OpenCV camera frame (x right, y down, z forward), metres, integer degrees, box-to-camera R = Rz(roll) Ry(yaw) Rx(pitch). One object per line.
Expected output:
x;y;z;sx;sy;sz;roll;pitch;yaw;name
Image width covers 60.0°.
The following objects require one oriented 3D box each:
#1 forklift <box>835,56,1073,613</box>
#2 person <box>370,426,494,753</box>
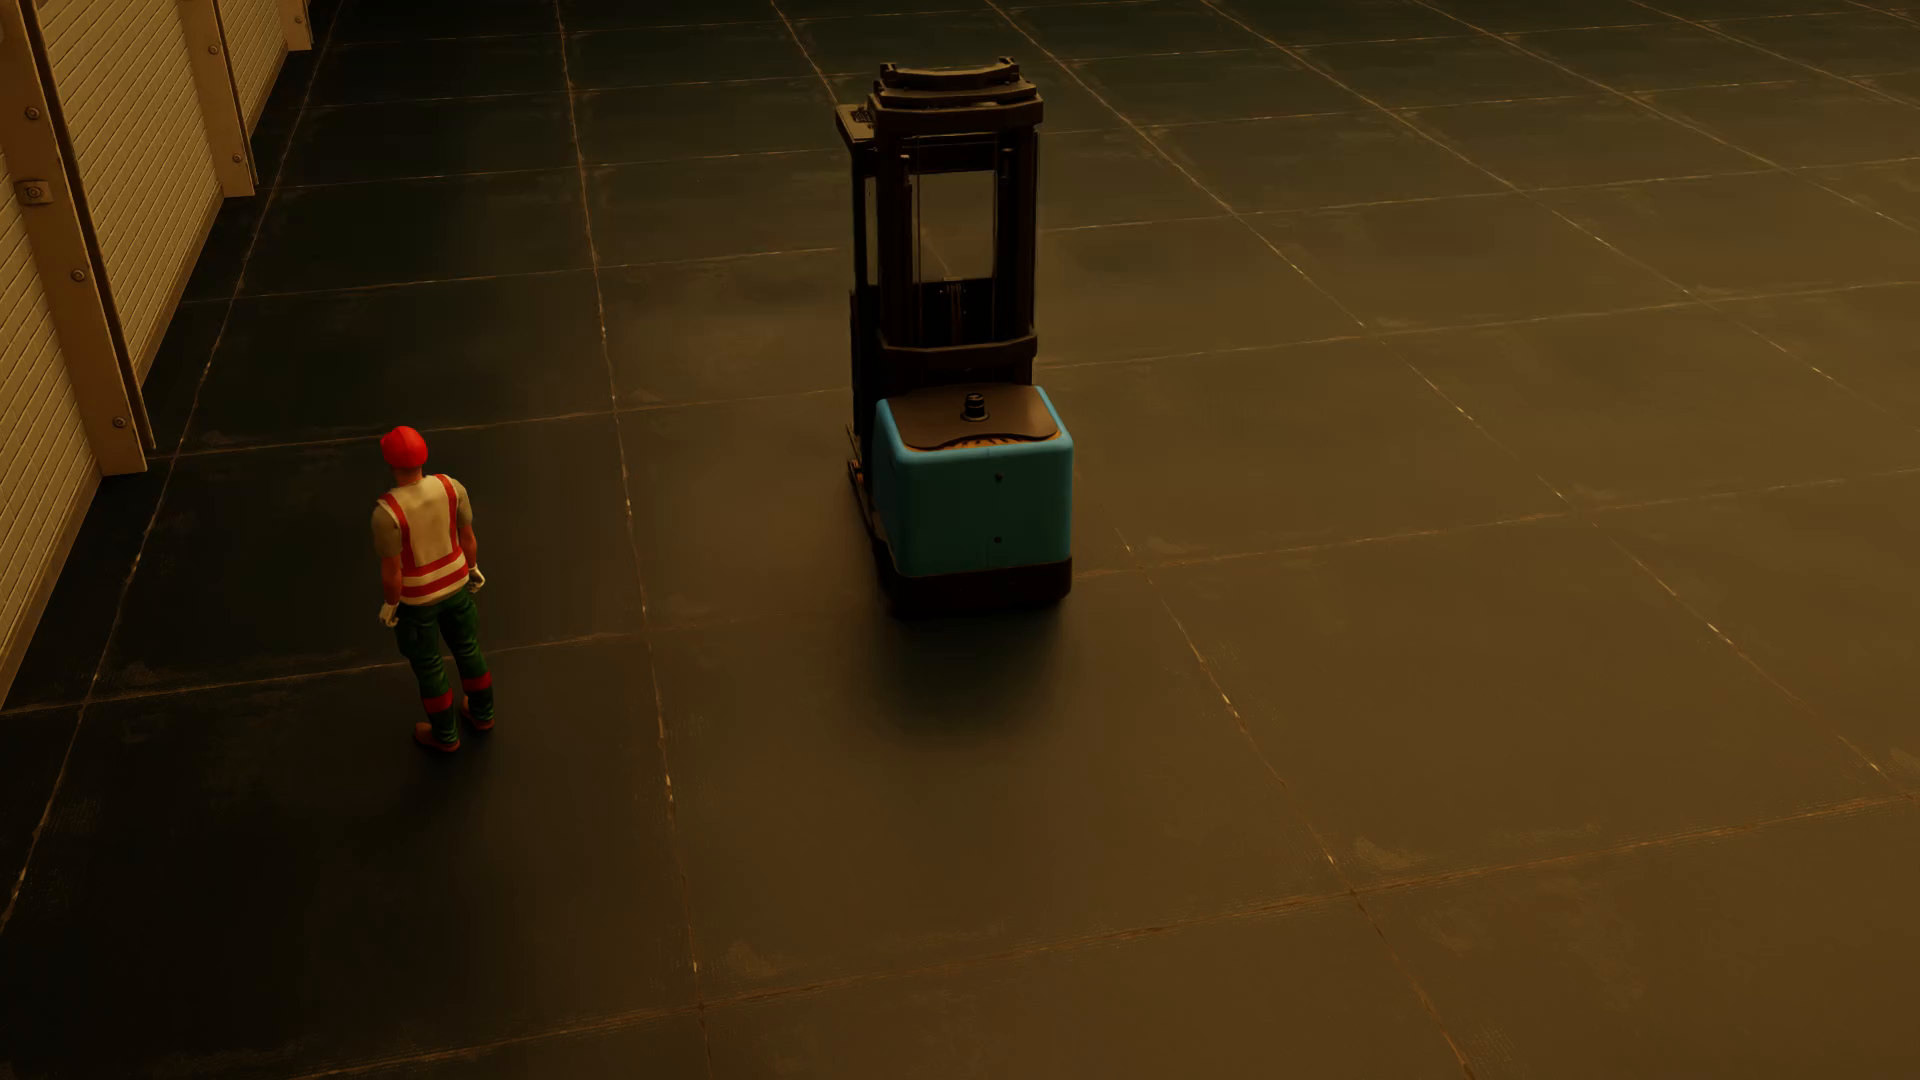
-0.141;-1.571;10.289;1.130;2.935;3.031;-6;31;-10;forklift
-2.655;0.238;8.302;0.357;1.795;0.566;25;38;36;person
